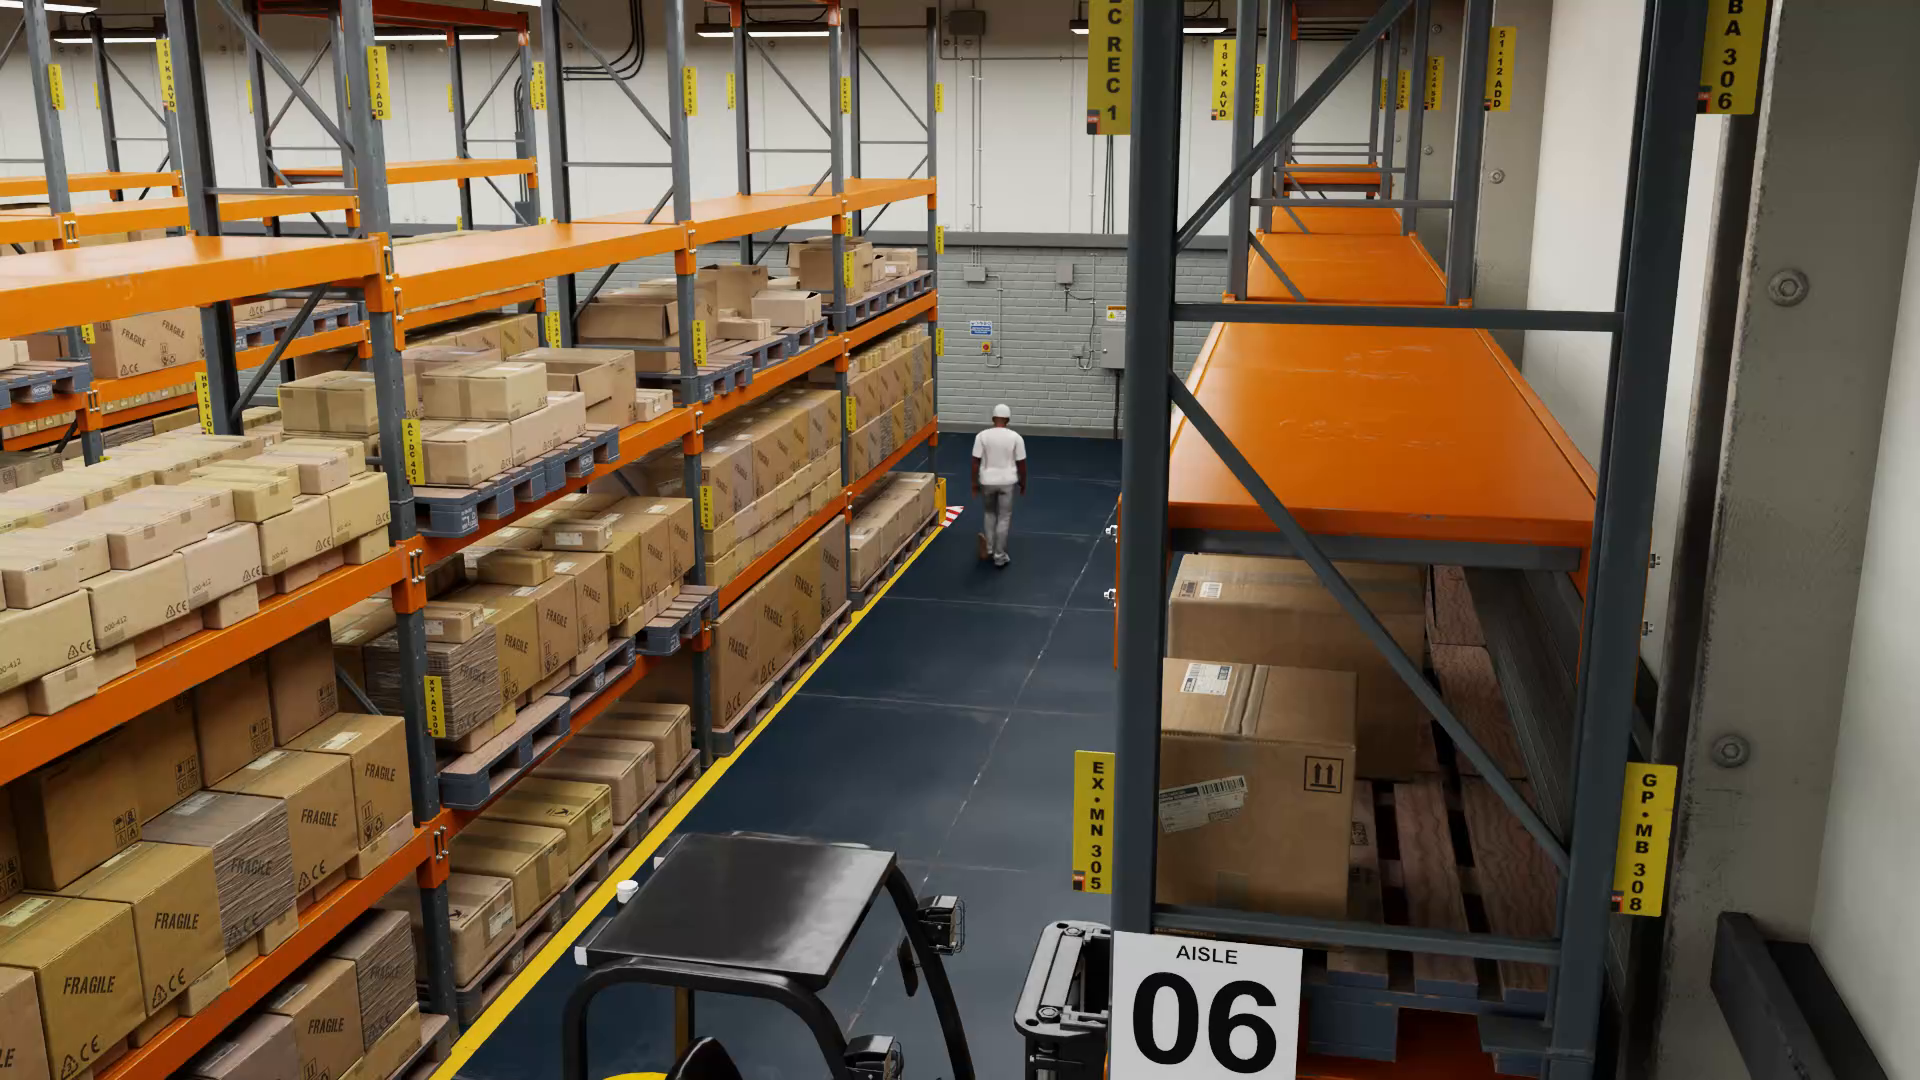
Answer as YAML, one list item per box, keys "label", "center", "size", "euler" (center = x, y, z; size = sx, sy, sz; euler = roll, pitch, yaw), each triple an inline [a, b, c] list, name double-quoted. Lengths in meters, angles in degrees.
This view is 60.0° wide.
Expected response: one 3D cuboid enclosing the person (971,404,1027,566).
- label: "person"
  center: [0.423, -0.579, 18.296]
  size: [0.593, 1.831, 0.624]
  euler: [3, 15, 12]
